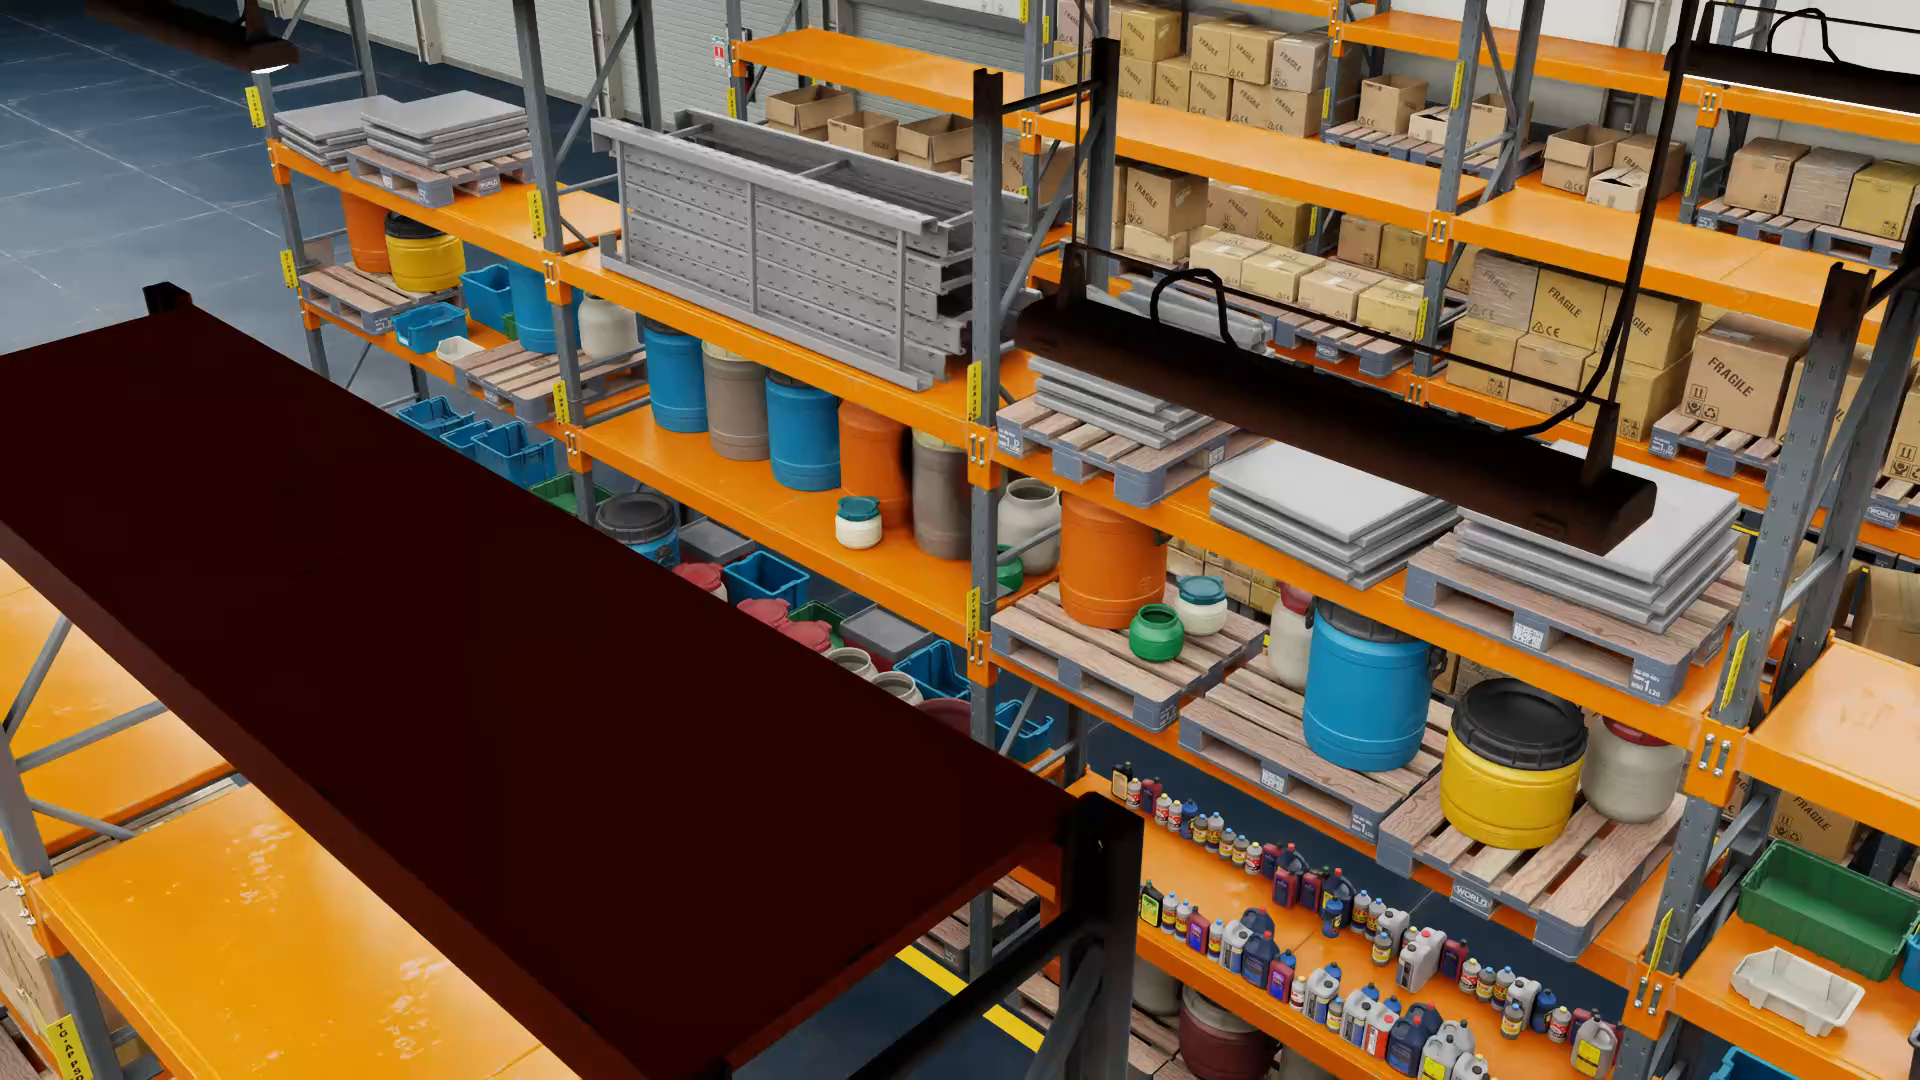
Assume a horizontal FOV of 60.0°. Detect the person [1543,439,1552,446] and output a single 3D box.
[{"bbox_3d":[5.920,-0.885,15.994,1.117,1.718,0.525,19,35,30],"label":"person"}]
